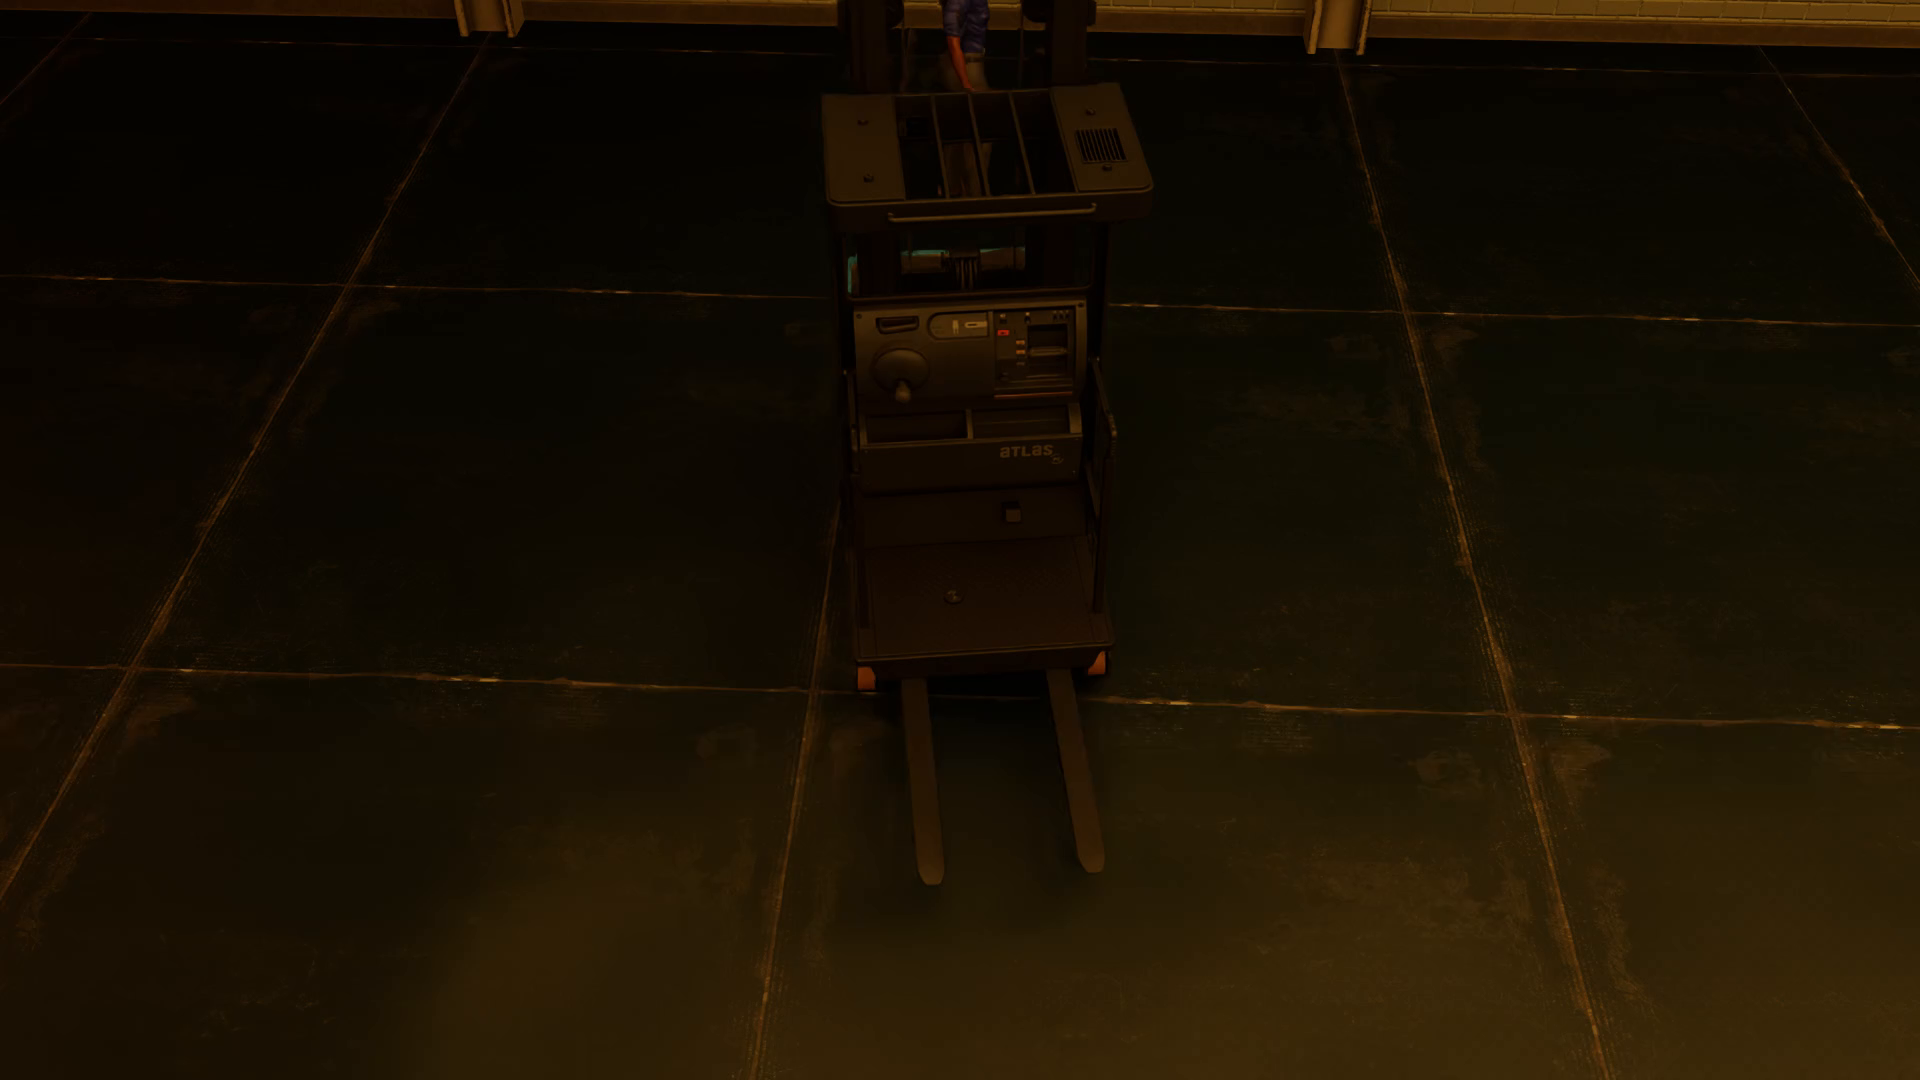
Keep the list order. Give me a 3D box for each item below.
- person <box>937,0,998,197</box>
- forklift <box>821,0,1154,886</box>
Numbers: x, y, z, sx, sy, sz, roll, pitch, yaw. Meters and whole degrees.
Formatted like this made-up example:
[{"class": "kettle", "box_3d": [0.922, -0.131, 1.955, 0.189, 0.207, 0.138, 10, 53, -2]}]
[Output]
[{"class": "person", "box_3d": [0.082, -2.718, 9.670, 0.430, 1.653, 0.623, -6, 43, -7]}, {"class": "forklift", "box_3d": [0.065, -0.672, 6.478, 1.130, 2.935, 3.031, -3, 43, -4]}]
